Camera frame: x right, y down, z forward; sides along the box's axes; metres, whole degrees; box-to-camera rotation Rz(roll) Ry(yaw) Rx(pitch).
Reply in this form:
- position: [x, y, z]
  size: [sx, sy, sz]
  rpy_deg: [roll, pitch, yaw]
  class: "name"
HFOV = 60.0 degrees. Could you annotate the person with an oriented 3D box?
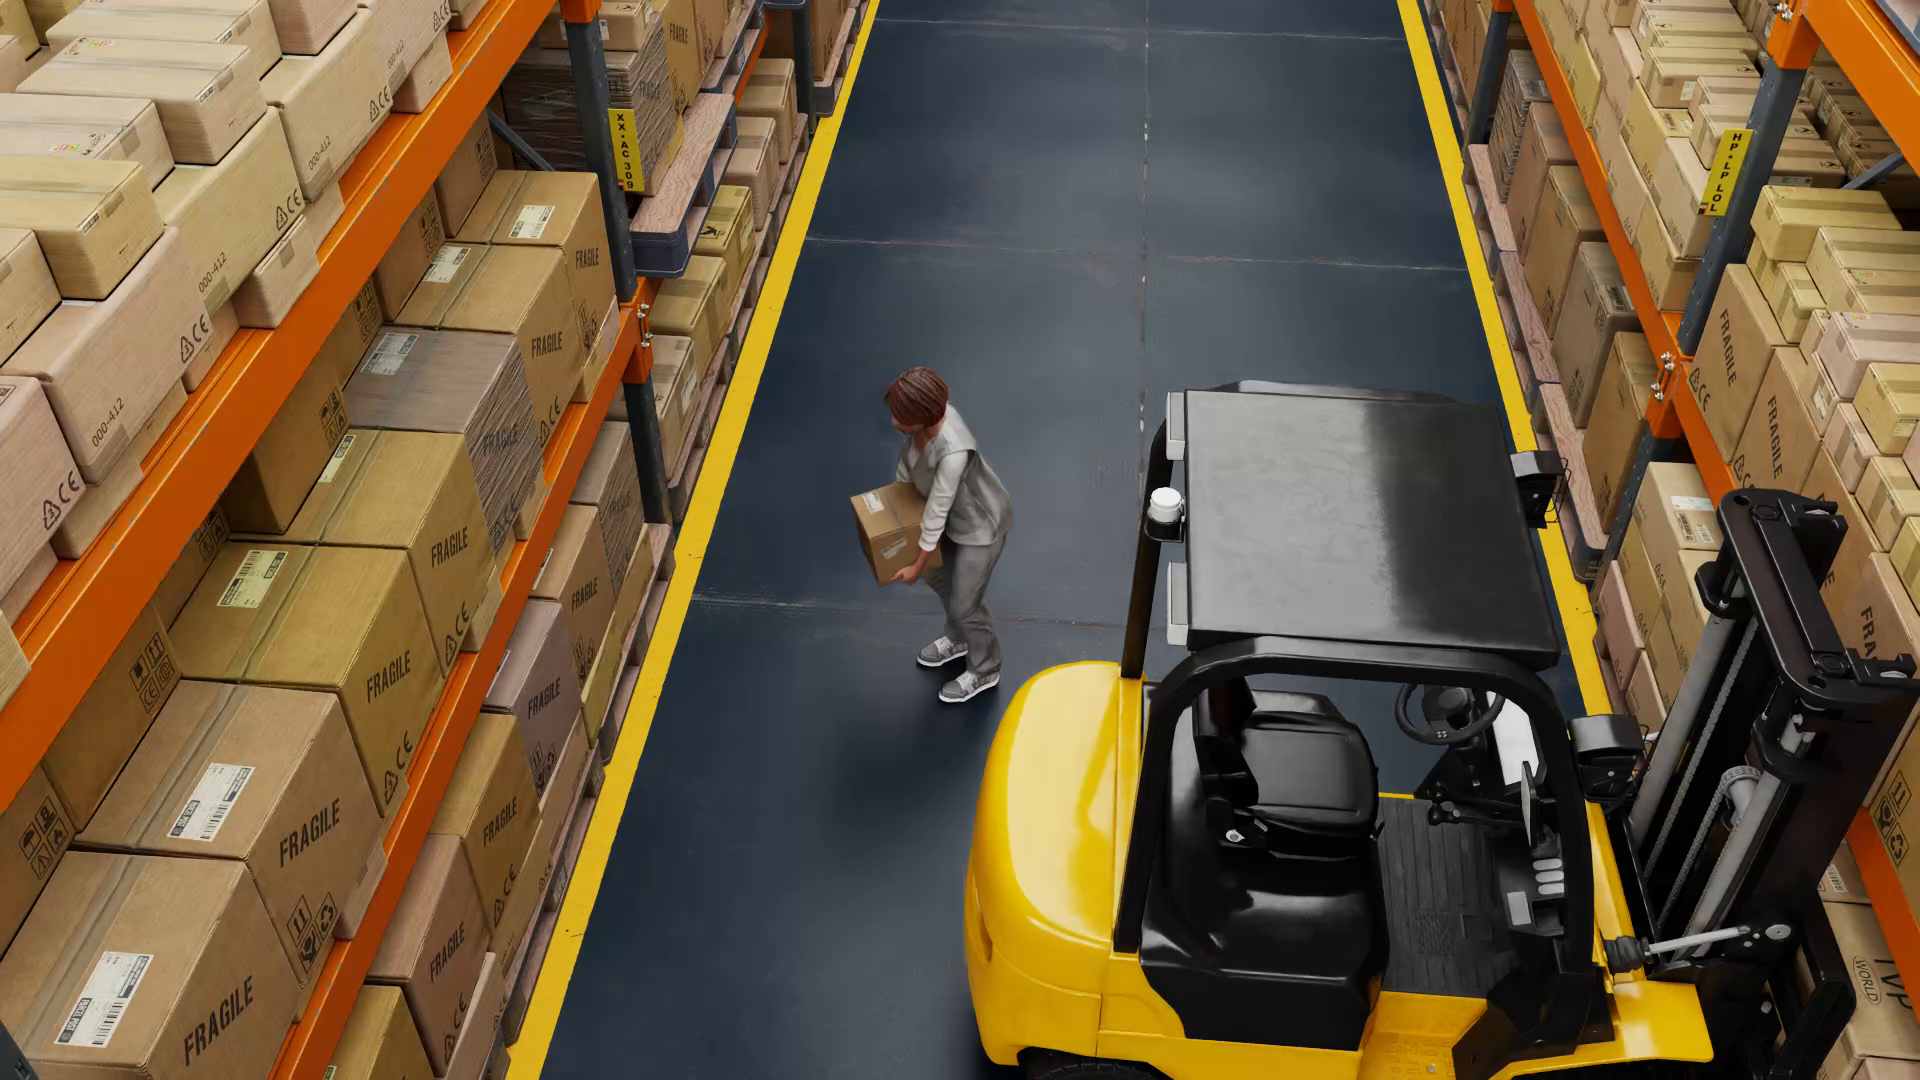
- position: [-0.062, -0.024, 6.236]
  size: [0.533, 1.548, 0.384]
  rpy_deg: [-17, 43, -19]
  class: "person"
